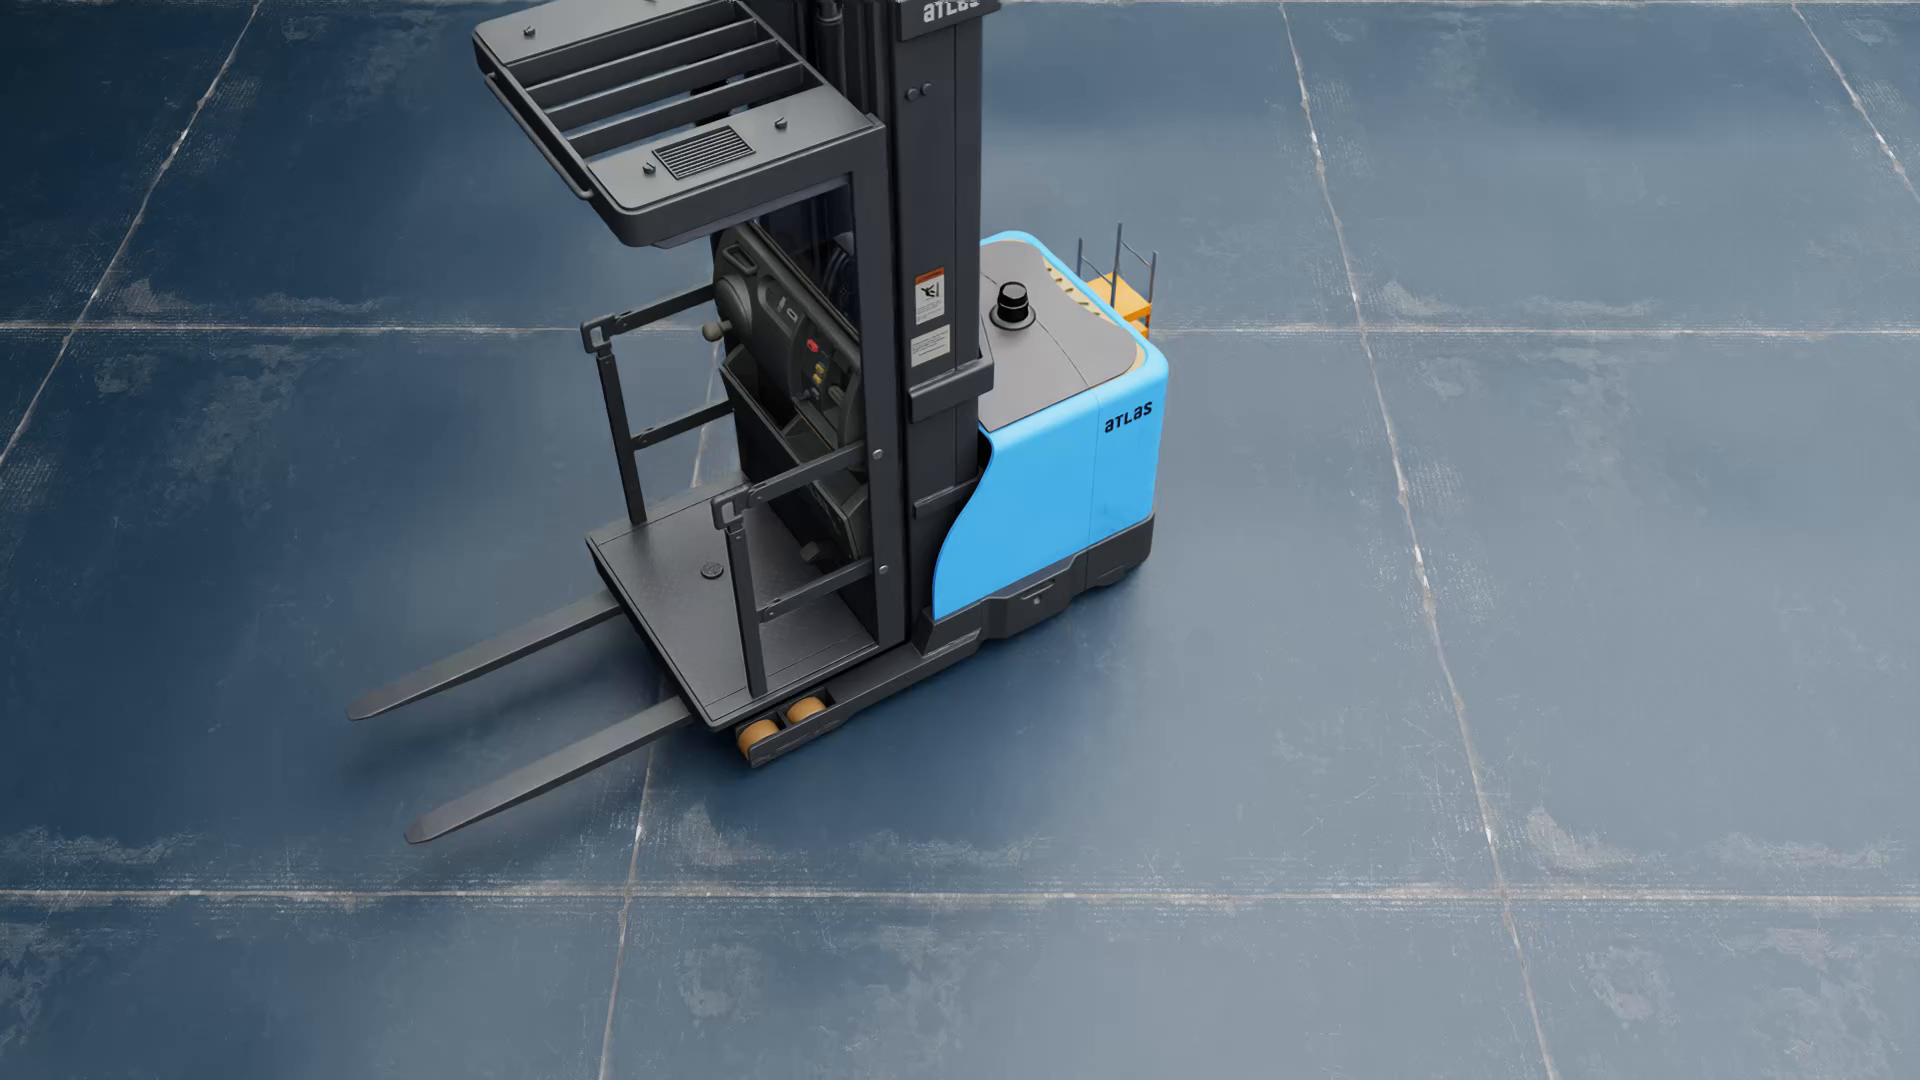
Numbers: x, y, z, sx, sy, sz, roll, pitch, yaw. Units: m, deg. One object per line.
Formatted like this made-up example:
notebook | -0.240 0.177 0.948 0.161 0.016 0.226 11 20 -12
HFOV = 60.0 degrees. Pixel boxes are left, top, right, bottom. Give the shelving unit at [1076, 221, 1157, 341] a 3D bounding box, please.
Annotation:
shelving unit | 0.591 -0.694 6.657 0.189 1.200 0.258 -25 52 -21

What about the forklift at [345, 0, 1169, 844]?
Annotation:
forklift | -0.750 -0.627 5.412 3.031 2.935 1.130 -25 52 -21

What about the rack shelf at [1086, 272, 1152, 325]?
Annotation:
rack shelf | 0.591 -0.909 6.426 0.180 0.103 0.258 -25 52 -21

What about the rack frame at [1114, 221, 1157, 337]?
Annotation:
rack frame | 0.668 -0.729 6.690 0.006 1.200 0.240 -25 52 -21

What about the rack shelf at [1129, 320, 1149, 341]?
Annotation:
rack shelf | 0.591 -0.827 6.513 0.180 0.103 0.258 -25 52 -21

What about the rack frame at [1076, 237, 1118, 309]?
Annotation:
rack frame | 0.513 -0.658 6.623 0.006 1.200 0.240 -25 52 -21
